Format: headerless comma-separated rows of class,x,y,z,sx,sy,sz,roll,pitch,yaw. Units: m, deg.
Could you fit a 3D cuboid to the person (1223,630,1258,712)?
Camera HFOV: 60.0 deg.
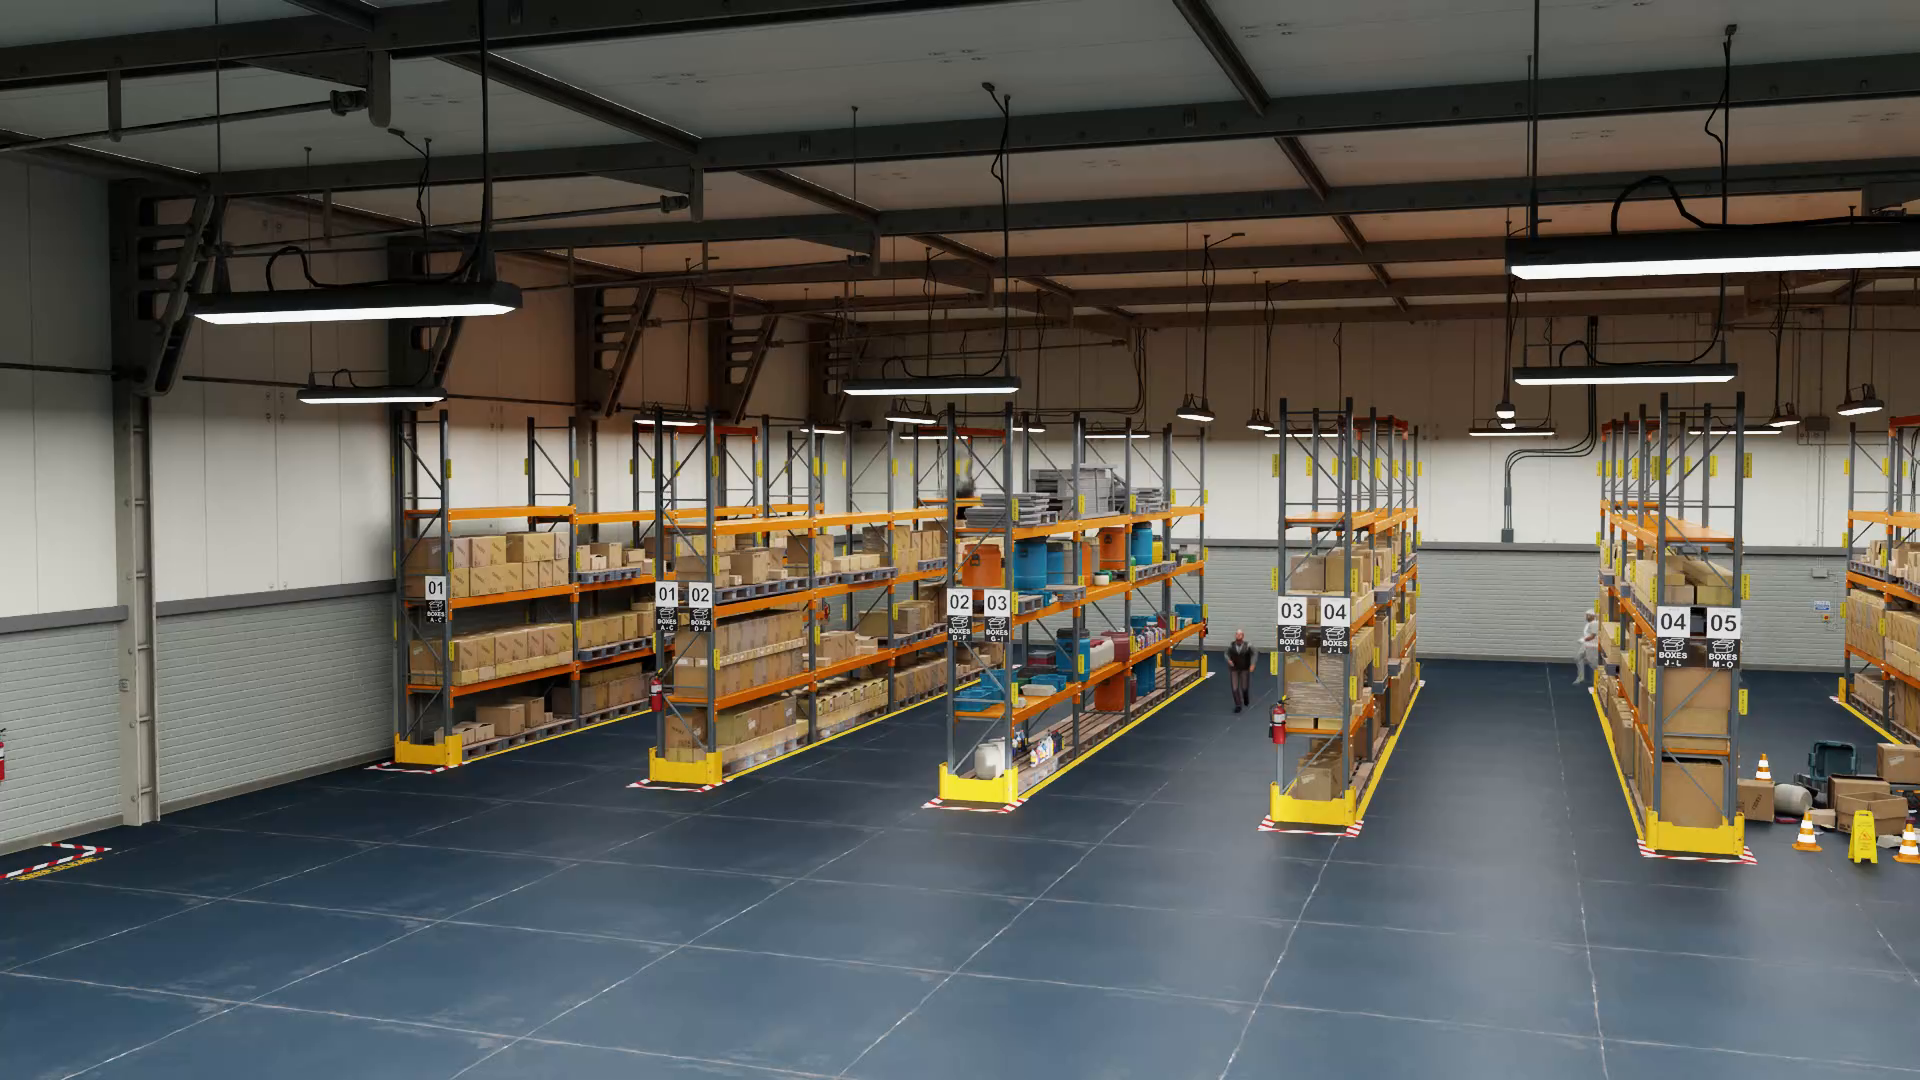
person,5.757,2.696,34.221,0.698,1.688,0.591,1,3,15

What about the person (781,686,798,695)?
person,-3.493,2.706,33.926,0.658,1.683,0.590,0,2,9

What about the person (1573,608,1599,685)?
person,14.559,2.482,38.391,0.738,1.816,0.697,1,3,15
